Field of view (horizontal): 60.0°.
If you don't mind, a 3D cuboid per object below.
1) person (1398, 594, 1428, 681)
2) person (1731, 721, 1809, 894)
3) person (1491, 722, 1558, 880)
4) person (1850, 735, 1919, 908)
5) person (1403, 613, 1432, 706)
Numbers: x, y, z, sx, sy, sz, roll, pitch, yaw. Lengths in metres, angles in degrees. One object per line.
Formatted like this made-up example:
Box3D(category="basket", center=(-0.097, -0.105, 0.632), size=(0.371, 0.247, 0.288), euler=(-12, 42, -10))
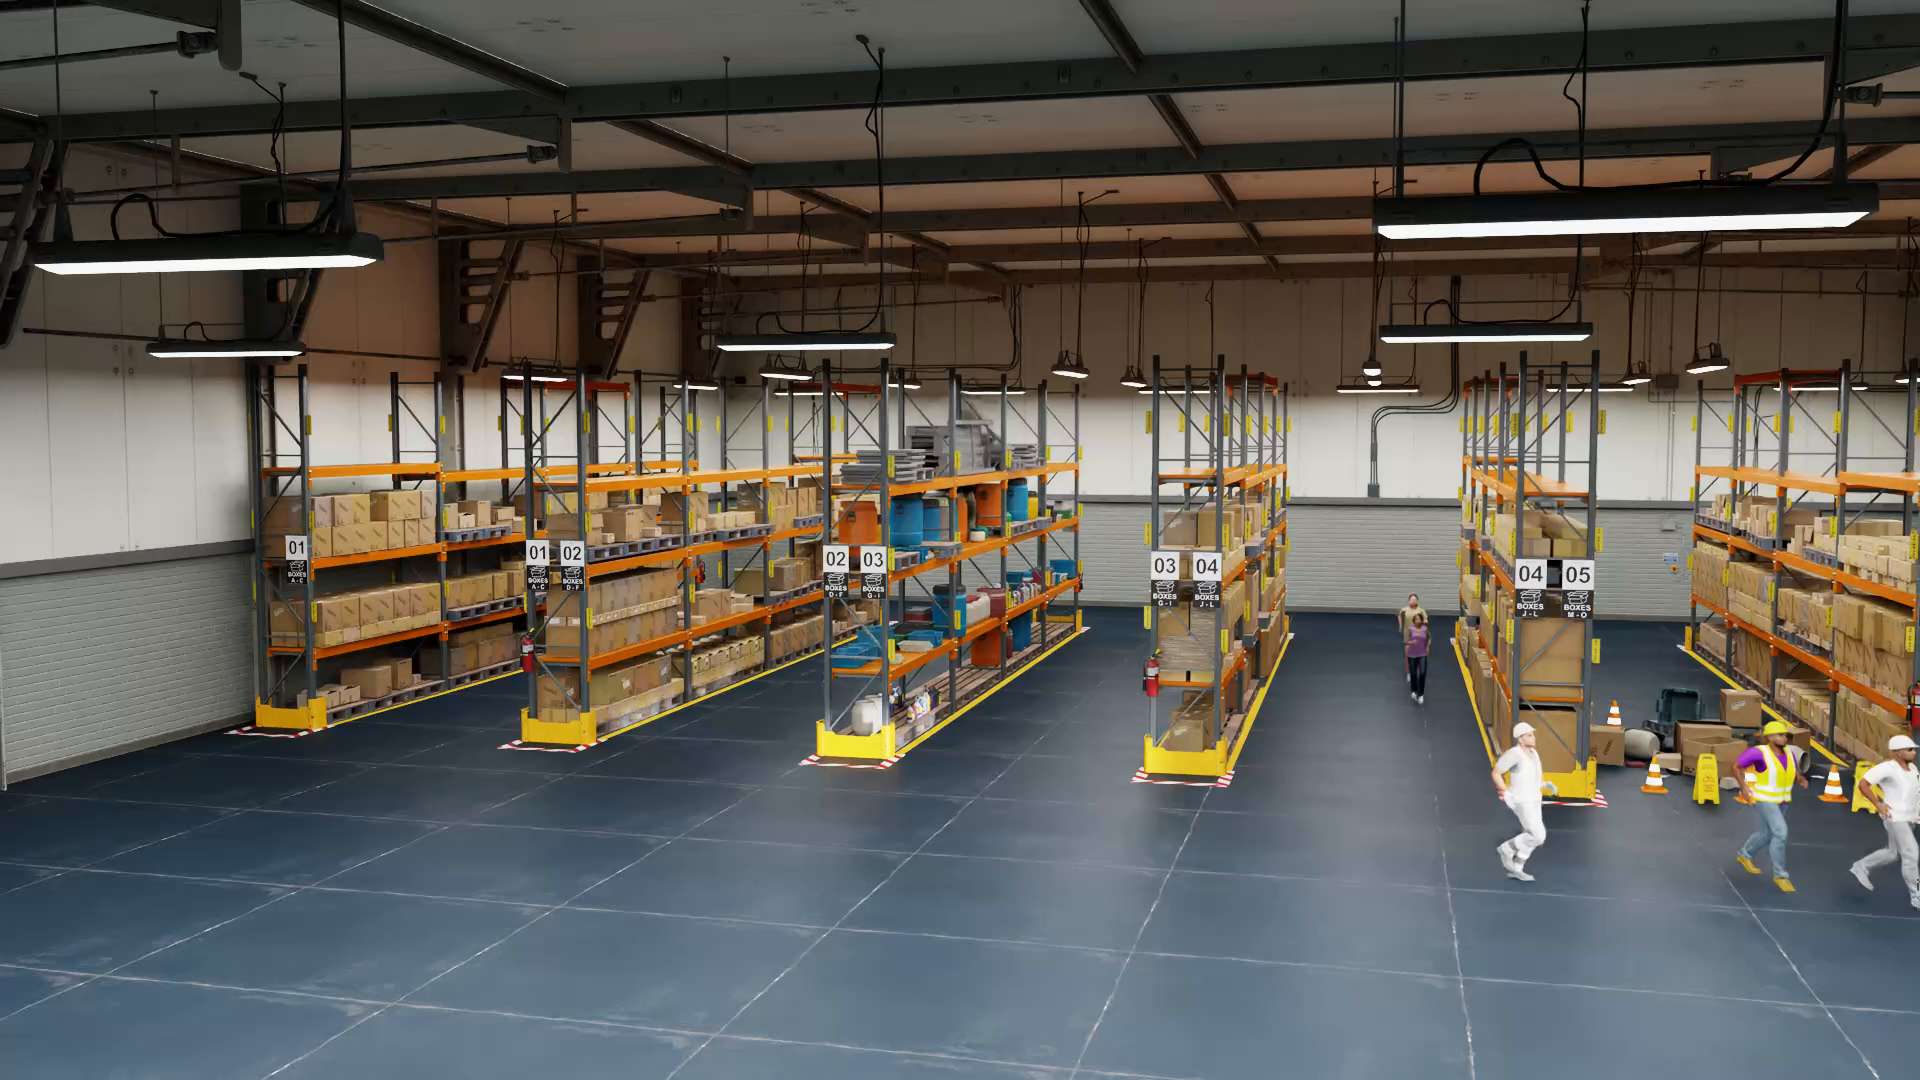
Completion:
Box3D(category="person", center=(8.908, 1.887, 32.706), size=(0.573, 1.661, 0.963), euler=(1, 4, 14))
Box3D(category="person", center=(8.859, 2.868, 18.157), size=(0.685, 1.804, 0.848), euler=(-2, 4, -26))
Box3D(category="person", center=(6.229, 2.874, 18.228), size=(0.660, 1.740, 0.580), euler=(-3, 5, -41))
Box3D(category="person", center=(9.766, 2.914, 17.306), size=(0.697, 1.779, 0.978), euler=(-3, 5, -36))
Box3D(category="person", center=(8.242, 2.133, 29.951), size=(0.516, 1.633, 0.677), euler=(1, 4, 12))
